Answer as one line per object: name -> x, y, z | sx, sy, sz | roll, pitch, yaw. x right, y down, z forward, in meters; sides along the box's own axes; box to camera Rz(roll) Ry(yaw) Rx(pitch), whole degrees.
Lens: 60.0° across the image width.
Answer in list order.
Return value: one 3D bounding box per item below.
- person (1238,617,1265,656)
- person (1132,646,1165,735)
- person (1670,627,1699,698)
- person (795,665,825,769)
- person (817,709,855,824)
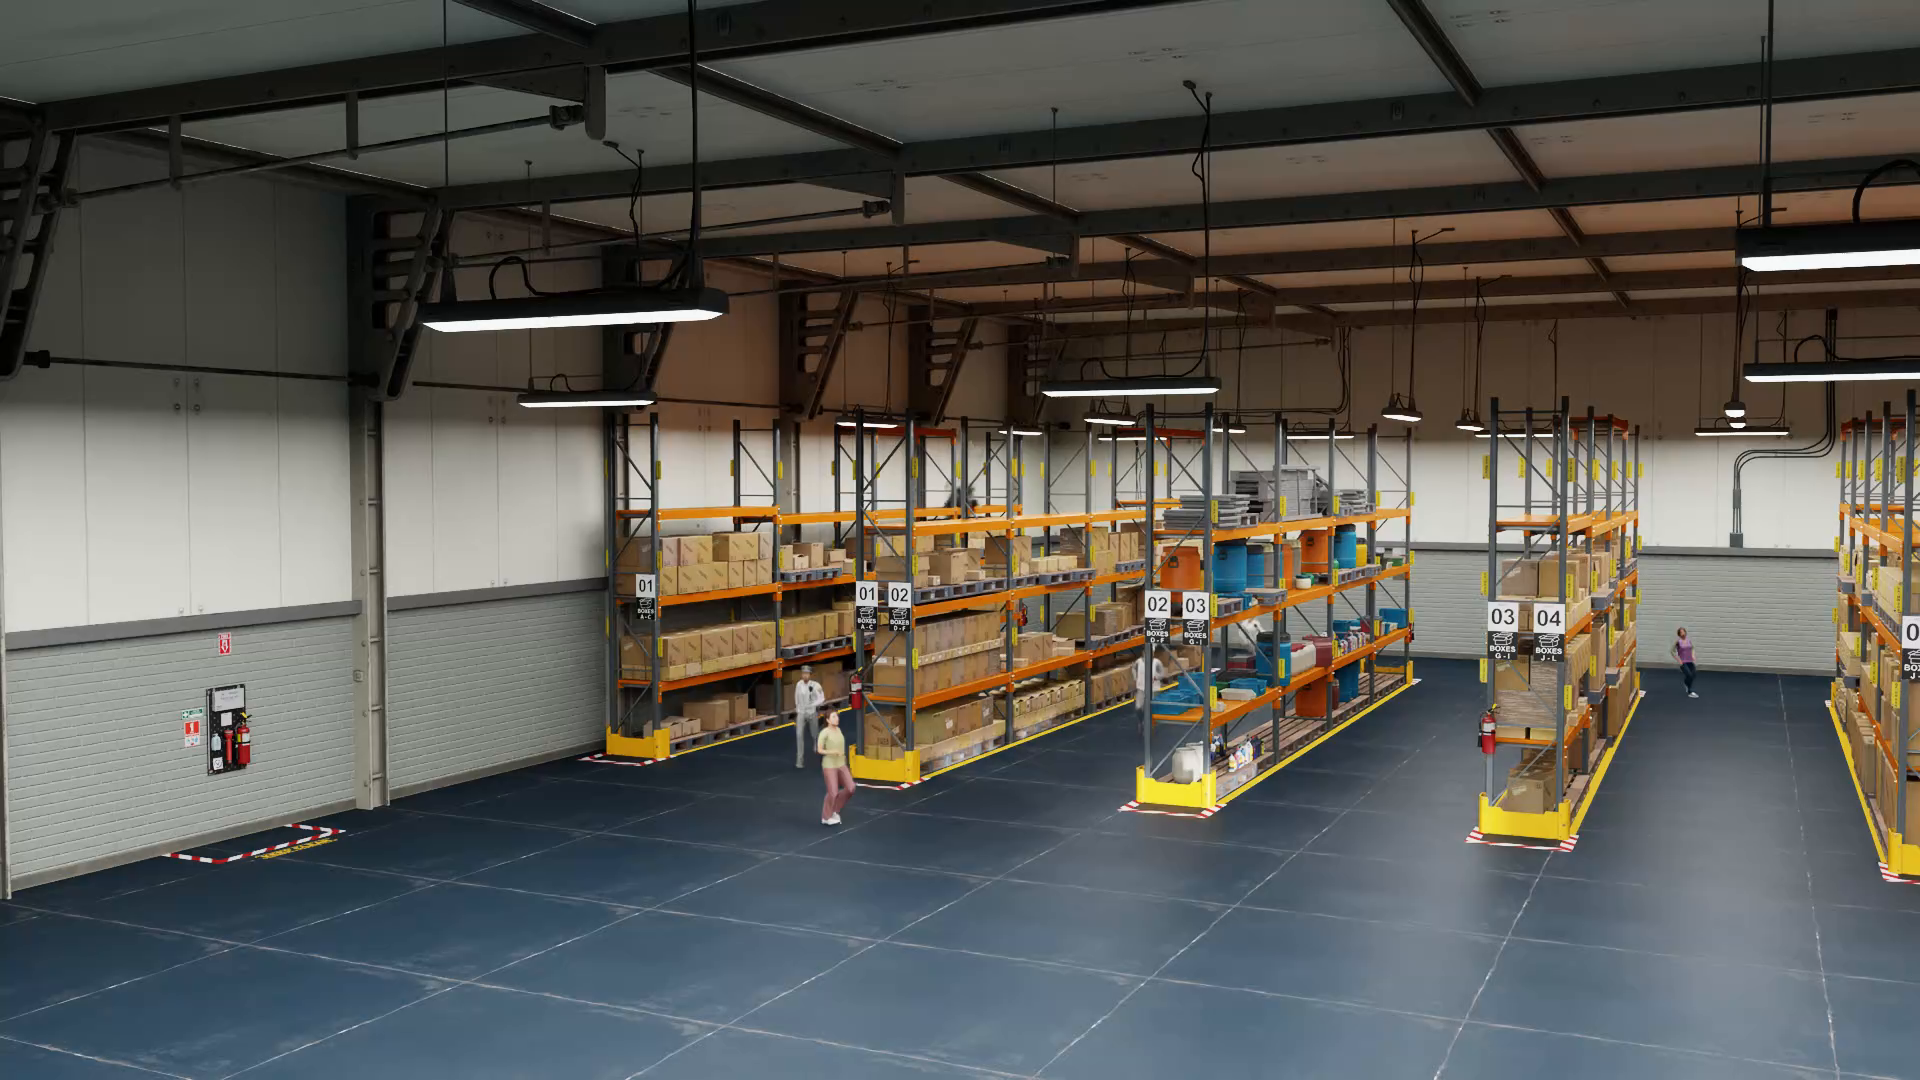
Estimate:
person -> 7.080, 2.501, 40.345 | 0.644, 1.638, 0.804 | 0, 2, 3
person -> 3.530, 2.803, 31.247 | 0.653, 1.729, 0.700 | 1, 2, 15
person -> 15.938, 2.687, 36.663 | 0.600, 1.538, 0.567 | 0, 2, -5
person -> -2.573, 2.980, 28.349 | 0.582, 1.719, 1.064 | 0, 2, 9
person -> -1.734, 3.186, 23.337 | 0.561, 1.628, 0.567 | 2, 3, 43
